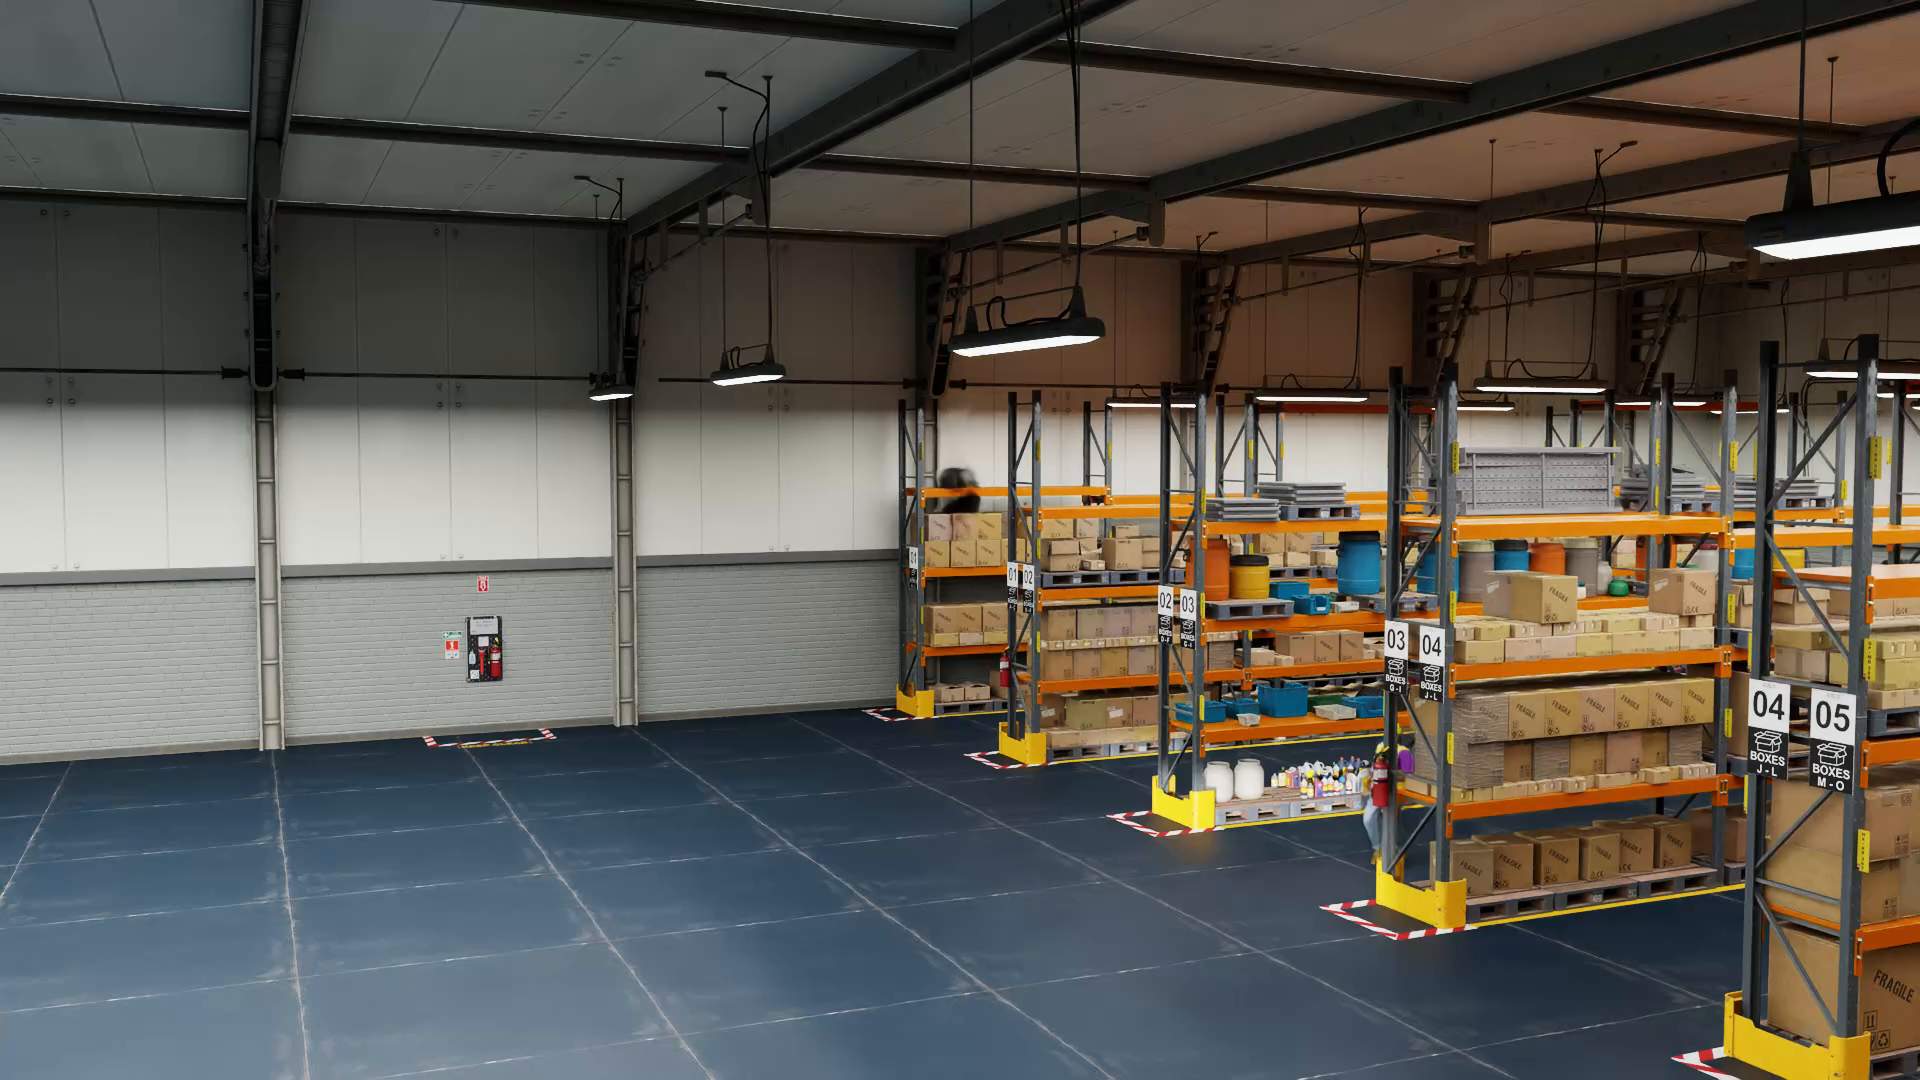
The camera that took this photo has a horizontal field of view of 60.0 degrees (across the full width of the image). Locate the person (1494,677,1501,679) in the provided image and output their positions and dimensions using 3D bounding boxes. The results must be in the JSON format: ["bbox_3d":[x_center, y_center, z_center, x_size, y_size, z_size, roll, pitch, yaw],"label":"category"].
[{"bbox_3d":[8.746,2.721,27.670,0.524,1.648,0.621,-2,4,-27],"label":"person"}]

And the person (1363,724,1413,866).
[{"bbox_3d":[5.203,3.098,20.260,0.711,1.785,0.675,-3,4,-40],"label":"person"}]
